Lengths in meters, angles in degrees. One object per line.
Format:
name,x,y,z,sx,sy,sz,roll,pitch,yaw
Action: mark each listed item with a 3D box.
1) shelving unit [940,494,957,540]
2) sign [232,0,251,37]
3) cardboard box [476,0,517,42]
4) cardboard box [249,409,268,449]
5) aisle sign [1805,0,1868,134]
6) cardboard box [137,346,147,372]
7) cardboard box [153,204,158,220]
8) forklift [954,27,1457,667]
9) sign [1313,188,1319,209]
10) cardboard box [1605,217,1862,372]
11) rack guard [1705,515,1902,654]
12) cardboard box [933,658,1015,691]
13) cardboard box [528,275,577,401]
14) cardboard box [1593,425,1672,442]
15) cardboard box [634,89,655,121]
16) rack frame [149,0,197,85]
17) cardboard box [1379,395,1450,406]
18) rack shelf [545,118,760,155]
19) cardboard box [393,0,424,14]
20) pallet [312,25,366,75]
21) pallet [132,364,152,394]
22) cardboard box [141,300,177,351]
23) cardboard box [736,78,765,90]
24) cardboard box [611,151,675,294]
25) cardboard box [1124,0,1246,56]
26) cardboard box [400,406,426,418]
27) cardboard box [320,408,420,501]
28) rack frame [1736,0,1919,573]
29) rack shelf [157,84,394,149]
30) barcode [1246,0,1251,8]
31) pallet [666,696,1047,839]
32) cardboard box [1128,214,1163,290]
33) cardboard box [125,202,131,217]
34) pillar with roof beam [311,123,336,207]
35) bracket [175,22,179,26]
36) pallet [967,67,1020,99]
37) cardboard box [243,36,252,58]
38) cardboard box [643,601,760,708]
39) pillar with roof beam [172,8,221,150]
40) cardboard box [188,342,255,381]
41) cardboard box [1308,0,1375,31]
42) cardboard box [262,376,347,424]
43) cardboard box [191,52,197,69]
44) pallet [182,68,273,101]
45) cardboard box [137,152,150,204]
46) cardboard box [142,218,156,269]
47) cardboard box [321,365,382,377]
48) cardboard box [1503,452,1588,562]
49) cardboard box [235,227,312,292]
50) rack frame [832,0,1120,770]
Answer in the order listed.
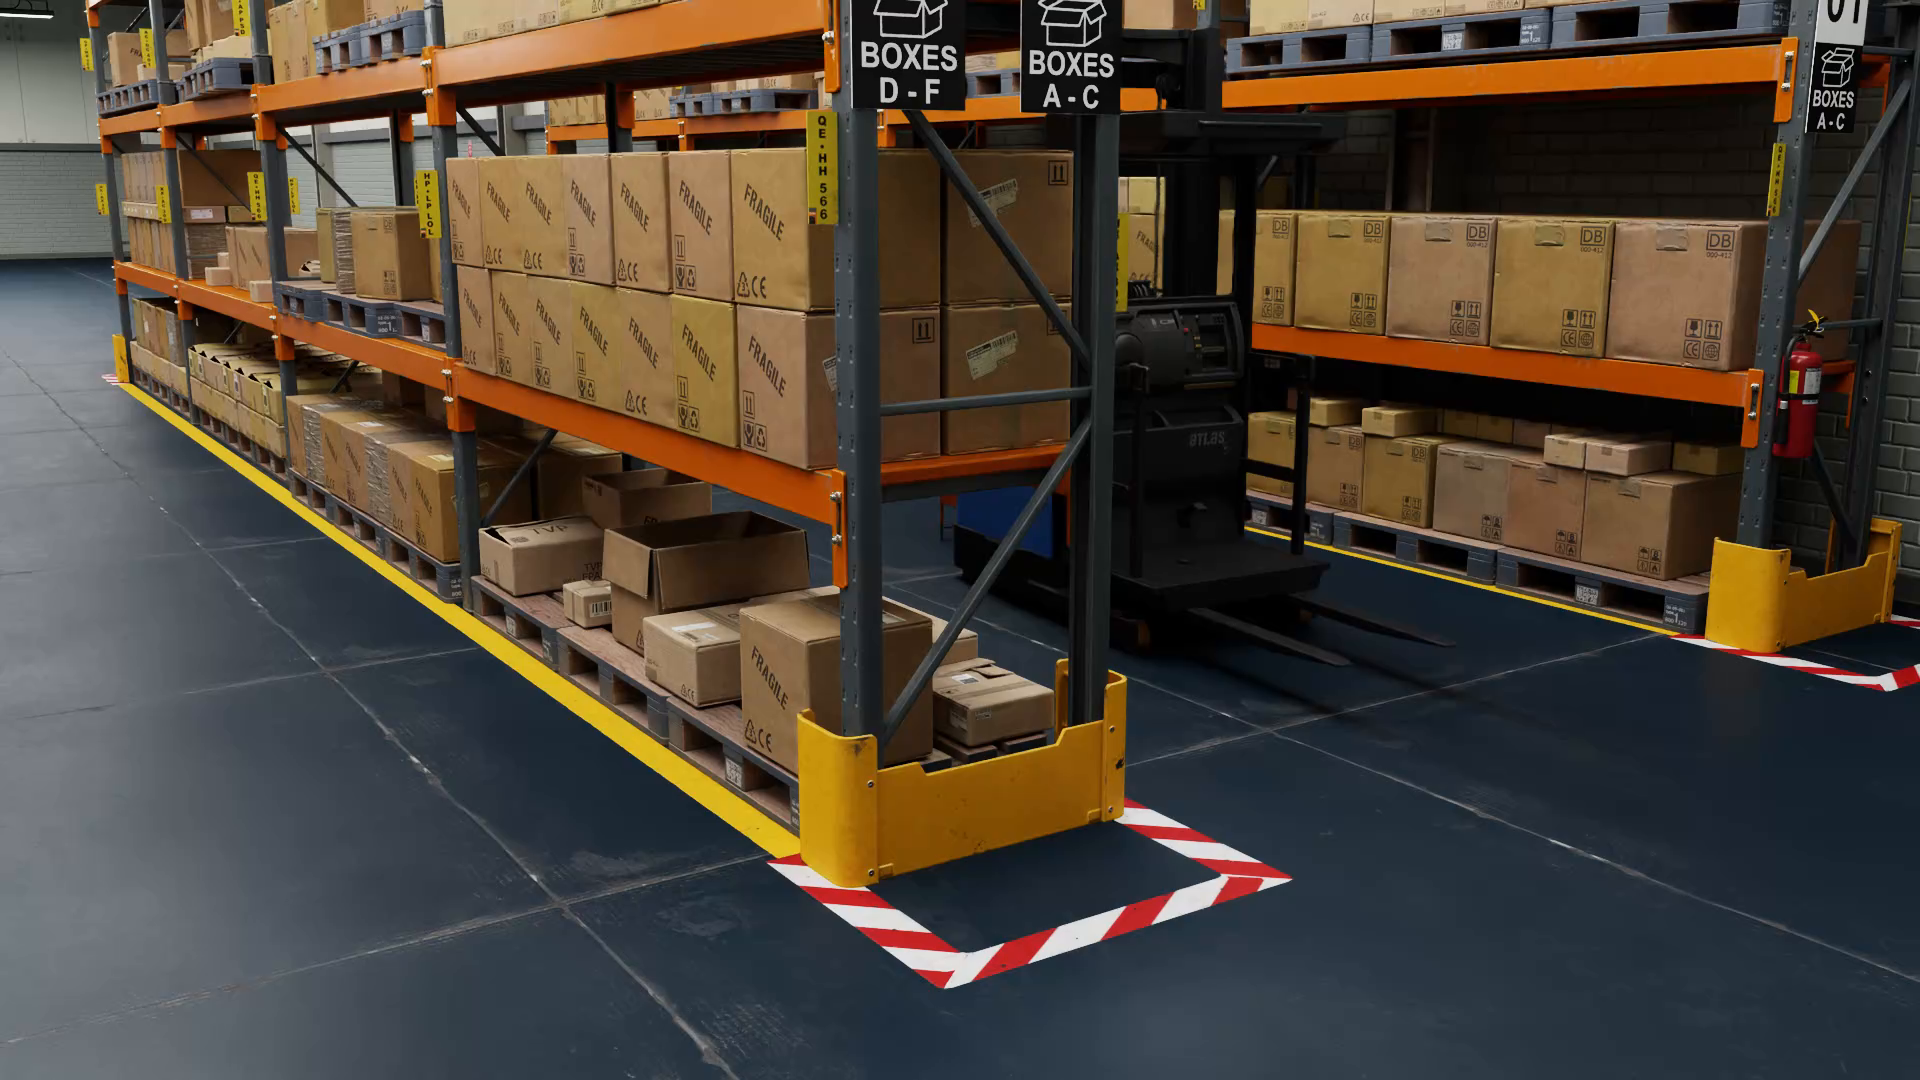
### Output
shelving unit,0.030,-0.503,10.206,0.215,1.050,0.252,-8,15,-33
sign,-4.831,-3.553,11.170,0.100,0.325,0.005,-8,15,-33
cardboard box,-1.811,-2.336,7.352,0.500,0.250,0.500,-8,15,-33
cardboard box,-5.147,-0.878,12.810,0.500,0.250,0.500,-8,15,-33
aisle sign,3.980,-2.246,7.527,0.394,0.787,0.004,-8,15,-33
cardboard box,-8.404,-1.935,17.642,0.500,0.250,0.500,-8,15,-33
cardboard box,-7.611,-3.187,16.160,0.380,0.149,0.250,-8,14,-31
forklift,1.130,-1.006,8.101,1.130,2.935,3.031,-7,14,-29
sign,2.435,-2.264,11.480,0.100,0.325,0.005,-8,15,-33
cardboard box,3.899,-1.261,8.403,0.980,0.700,0.700,-7,14,-30
rack guard,4.203,0.201,8.273,1.175,0.500,0.348,-8,15,-33
cardboard box,-0.016,0.572,6.327,0.380,0.166,0.250,-8,15,-33
cardboard box,-1.531,-0.895,7.199,0.500,0.500,0.500,-8,15,-33
cardboard box,3.673,-0.530,9.112,0.380,0.149,0.250,-8,15,-33
cardboard box,-3.214,-4.835,18.147,0.500,0.500,0.500,-10,16,-37
rack frame,-6.580,-5.503,14.460,1.000,3.000,0.127,-8,15,-33
cardboard box,2.828,-0.801,10.352,0.380,0.149,0.250,-9,15,-35
rack shelf,-3.567,-4.628,19.168,1.077,0.370,4.000,-8,15,-33
cardboard box,-2.755,-3.132,9.189,0.600,0.600,0.600,-8,15,-33
pallet,-3.028,-2.831,9.704,1.213,0.211,1.003,-8,15,-33
pallet,-8.338,-1.790,18.053,1.003,0.211,1.213,-8,15,-33
cardboard box,-8.118,-2.214,17.161,0.500,0.500,0.500,-8,15,-33
cardboard box,-1.881,-4.570,16.441,0.500,0.311,0.500,-8,14,-31
cardboard box,-0.979,-1.203,6.267,0.500,0.500,0.500,-8,14,-31
cardboard box,1.578,-3.635,11.676,0.700,0.500,0.500,-9,15,-36
cardboard box,-3.364,-0.624,11.013,0.500,0.500,0.500,-9,15,-35
cardboard box,-3.781,-0.557,10.710,0.500,0.500,0.500,-8,15,-34
rack frame,4.190,-1.025,8.026,1.000,3.000,0.127,-8,15,-33
rack shelf,-5.472,-3.330,13.231,1.077,0.370,4.000,-8,15,-33
barcode,1.983,-3.689,11.411,0.001,0.075,0.075,-7,14,-28
pallet,-0.416,0.770,6.349,1.003,0.211,1.213,-8,15,-33
cardboard box,1.508,-1.992,11.473,0.500,0.500,0.500,-8,15,-34
cardboard box,-8.610,-3.507,17.625,0.380,0.149,0.250,-9,15,-34
pillar with roof beam,-17.123,-9.471,32.605,9.100,9.000,0.400,-8,15,-33
bracket,-21.699,-14.221,45.902,0.076,0.066,3.189,-8,15,-33
pallet,0.781,-3.514,12.829,1.003,0.211,1.213,-7,14,-30
cardboard box,-4.968,-3.623,12.254,0.500,0.250,0.500,-8,14,-31
cardboard box,-0.939,0.451,6.686,0.500,0.250,0.500,-8,15,-33
pillar with roof beam,-23.772,-11.605,42.364,9.100,9.000,0.548,-8,15,-33
cardboard box,-6.559,-1.605,14.819,0.500,0.311,0.500,-8,15,-33
cardboard box,2.408,-3.136,9.792,0.500,0.250,0.500,-8,15,-34
cardboard box,-4.859,-1.060,12.329,0.500,0.311,0.500,-8,14,-31
cardboard box,-6.939,-4.484,15.722,0.500,0.311,0.500,-9,15,-36
pallet,-5.437,-3.542,12.959,1.003,0.211,1.213,-7,14,-30
cardboard box,-7.943,-3.689,16.941,0.700,0.500,0.500,-8,15,-33
cardboard box,-7.983,-3.066,17.125,0.700,0.500,0.500,-8,15,-32
cardboard box,-4.708,-1.217,13.044,0.500,0.311,0.500,-9,15,-34
cardboard box,3.442,-0.210,9.170,0.700,0.500,0.500,-8,15,-33
cardboard box,-5.599,-2.299,13.621,0.500,0.500,0.500,-8,15,-33
rack frame,0.068,-0.438,5.342,1.000,3.000,0.127,-8,15,-33
